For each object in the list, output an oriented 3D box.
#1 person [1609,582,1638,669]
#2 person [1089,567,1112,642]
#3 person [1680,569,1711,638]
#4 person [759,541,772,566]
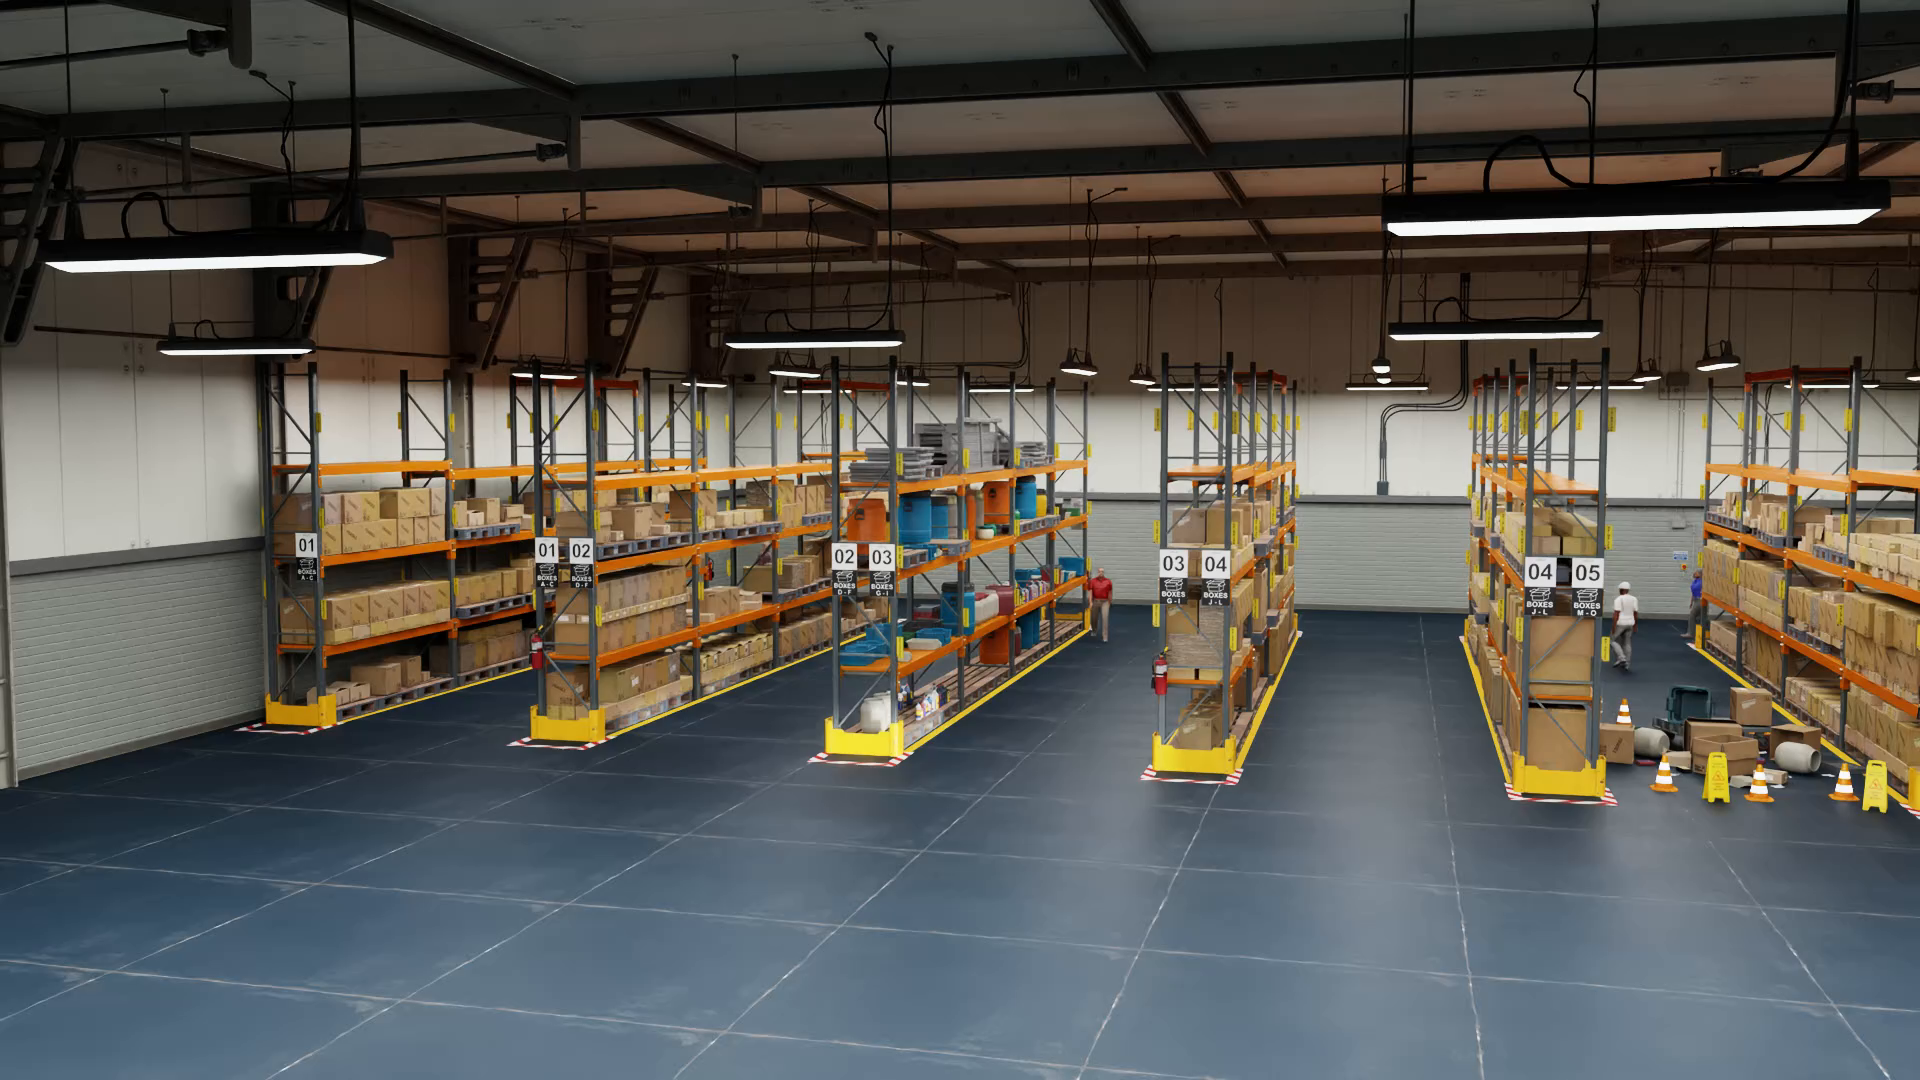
[{"bbox_3d":[13.552,1.737,33.901,0.616,1.767,0.467,-1,4,-19],"label":"person"},{"bbox_3d":[3.223,1.461,38.132,0.538,1.677,1.038,0,4,5],"label":"person"},{"bbox_3d":[17.200,1.464,38.645,0.877,1.614,0.445,1,4,9],"label":"person"},{"bbox_3d":[-5.244,0.924,45.067,0.535,1.777,0.603,1,4,18],"label":"person"}]
